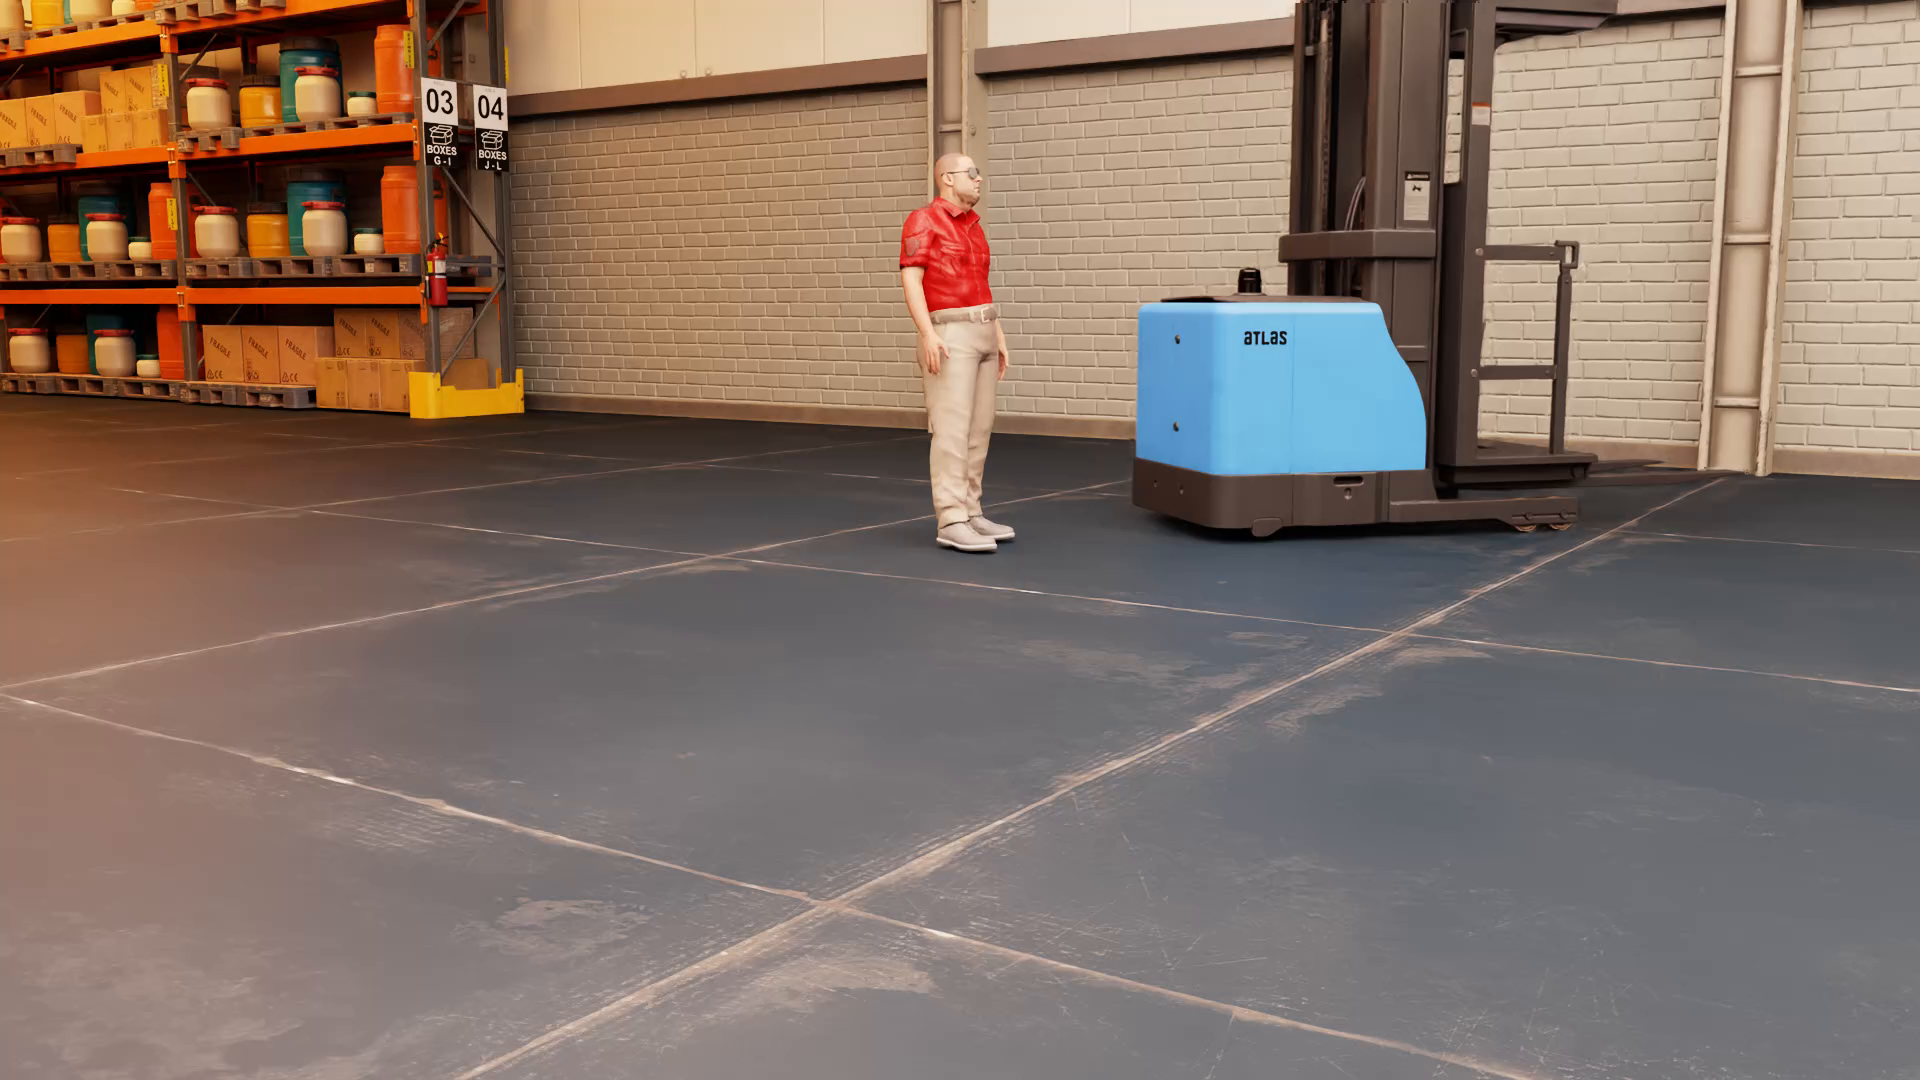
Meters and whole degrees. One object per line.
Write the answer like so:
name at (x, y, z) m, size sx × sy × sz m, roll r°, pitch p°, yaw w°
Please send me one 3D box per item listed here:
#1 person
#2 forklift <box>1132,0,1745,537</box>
person at (0.067, -0.854, 7.421) m, size 0.551 × 1.727 × 0.640 m, roll 5°, pitch 10°, yaw 34°
forklift at (2.440, -1.557, 8.145) m, size 3.031 × 2.935 × 1.130 m, roll -2°, pitch 8°, yaw -16°
